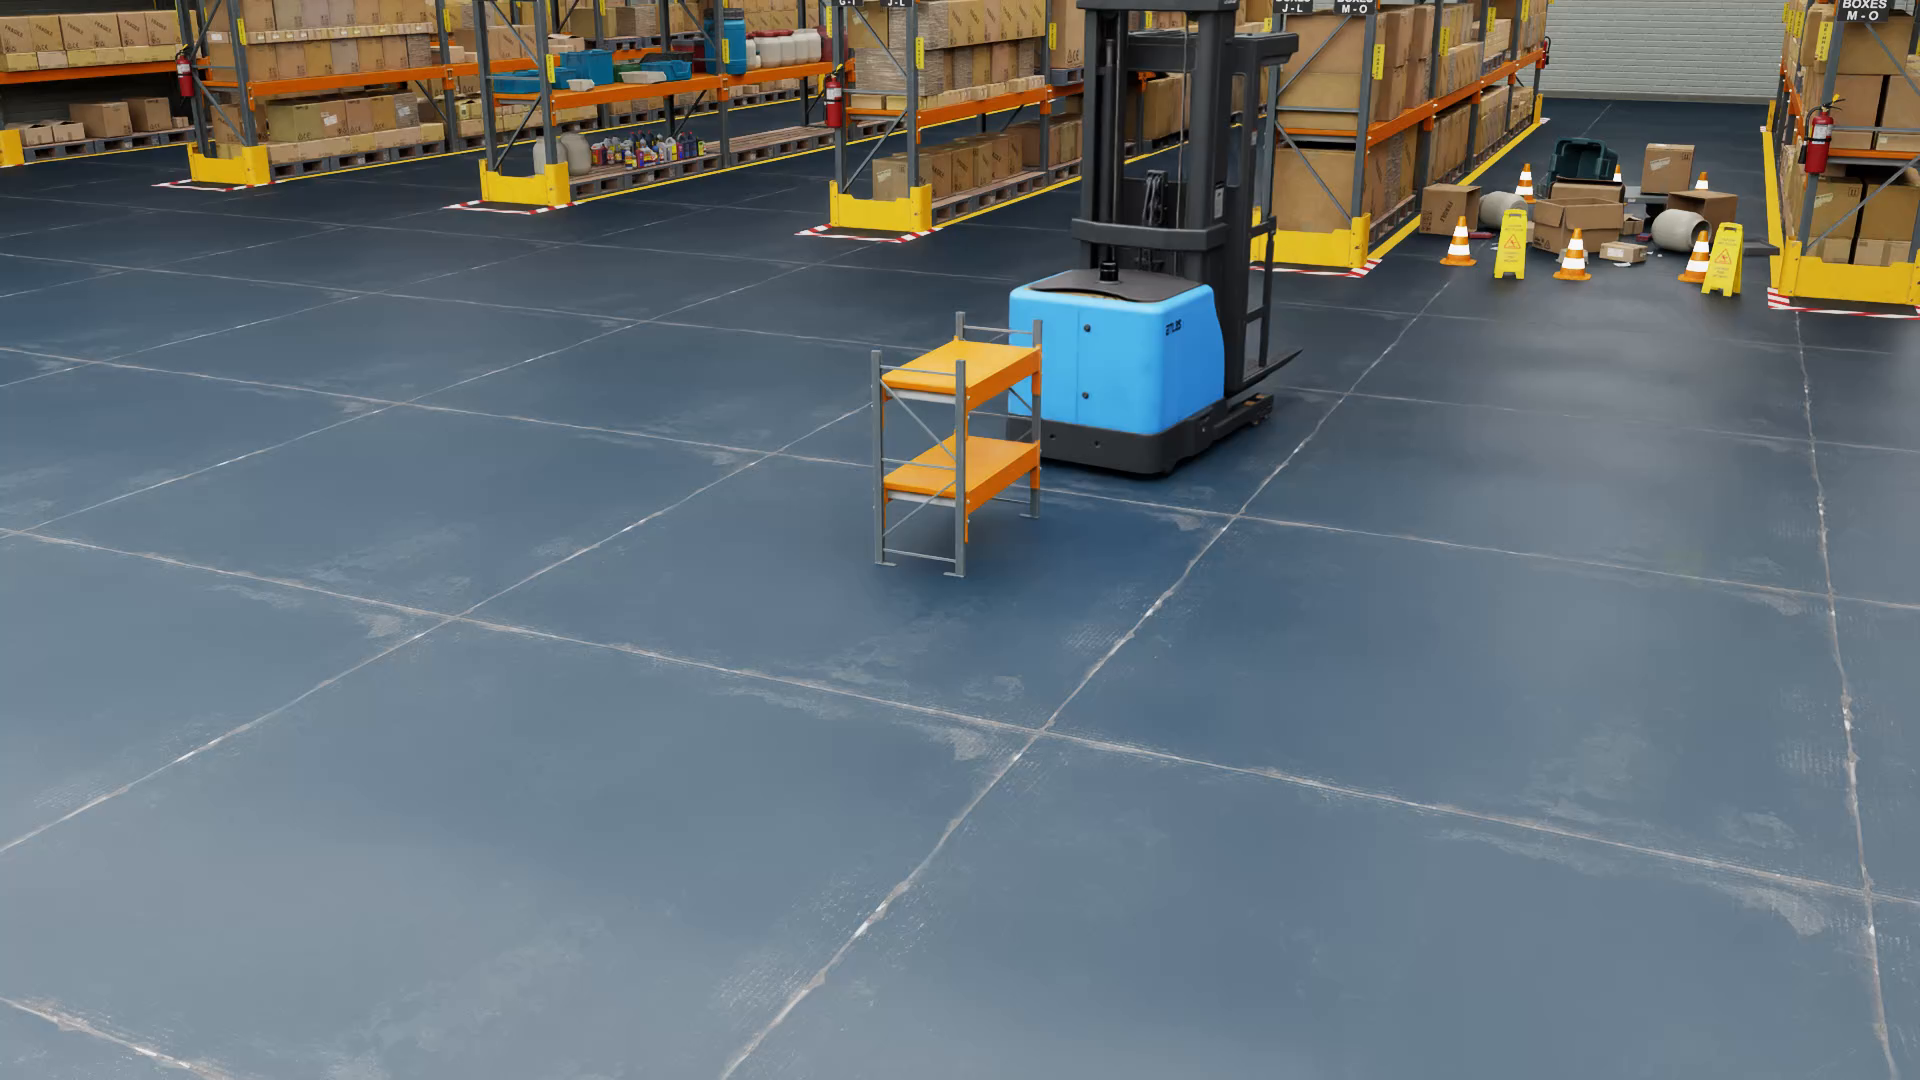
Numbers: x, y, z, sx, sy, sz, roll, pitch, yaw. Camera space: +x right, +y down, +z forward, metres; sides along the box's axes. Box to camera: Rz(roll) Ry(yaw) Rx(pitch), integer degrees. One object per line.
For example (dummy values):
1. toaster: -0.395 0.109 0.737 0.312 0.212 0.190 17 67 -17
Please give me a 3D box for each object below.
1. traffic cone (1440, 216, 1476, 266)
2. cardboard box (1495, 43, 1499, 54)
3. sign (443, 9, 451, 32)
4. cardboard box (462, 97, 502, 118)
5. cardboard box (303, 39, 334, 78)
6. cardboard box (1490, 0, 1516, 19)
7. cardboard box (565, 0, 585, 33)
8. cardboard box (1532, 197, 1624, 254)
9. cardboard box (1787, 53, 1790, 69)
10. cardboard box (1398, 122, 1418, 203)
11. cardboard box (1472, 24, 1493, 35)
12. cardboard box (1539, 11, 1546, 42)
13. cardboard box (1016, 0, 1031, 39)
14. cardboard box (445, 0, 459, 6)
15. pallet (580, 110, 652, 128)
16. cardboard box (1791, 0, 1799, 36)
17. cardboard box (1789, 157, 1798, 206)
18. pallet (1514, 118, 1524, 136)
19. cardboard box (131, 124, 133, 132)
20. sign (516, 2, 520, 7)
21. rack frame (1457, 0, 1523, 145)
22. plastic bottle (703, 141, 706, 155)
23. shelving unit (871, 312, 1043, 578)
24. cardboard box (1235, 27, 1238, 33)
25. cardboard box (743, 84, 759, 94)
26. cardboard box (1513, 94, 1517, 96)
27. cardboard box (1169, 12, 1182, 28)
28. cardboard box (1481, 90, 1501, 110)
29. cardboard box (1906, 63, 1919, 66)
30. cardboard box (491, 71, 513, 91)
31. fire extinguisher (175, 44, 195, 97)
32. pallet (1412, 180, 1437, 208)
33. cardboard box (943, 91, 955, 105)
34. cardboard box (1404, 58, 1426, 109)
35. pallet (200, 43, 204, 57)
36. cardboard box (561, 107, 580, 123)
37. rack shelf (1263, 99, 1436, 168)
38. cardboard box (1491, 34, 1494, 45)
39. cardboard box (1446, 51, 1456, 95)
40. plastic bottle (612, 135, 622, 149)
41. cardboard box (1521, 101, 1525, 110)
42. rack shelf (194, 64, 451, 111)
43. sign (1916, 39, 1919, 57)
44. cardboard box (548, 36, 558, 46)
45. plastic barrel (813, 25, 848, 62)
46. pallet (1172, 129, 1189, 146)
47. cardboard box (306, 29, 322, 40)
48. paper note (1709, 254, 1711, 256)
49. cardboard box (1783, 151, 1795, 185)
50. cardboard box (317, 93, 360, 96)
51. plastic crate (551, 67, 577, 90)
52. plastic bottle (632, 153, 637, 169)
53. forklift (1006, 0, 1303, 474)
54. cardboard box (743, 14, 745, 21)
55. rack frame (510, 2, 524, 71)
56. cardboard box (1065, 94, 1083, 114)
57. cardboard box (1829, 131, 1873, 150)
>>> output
1. traffic cone: 5.059 -3.035 16.812 0.336 0.463 0.334 9 21 23
2. cardboard box: 7.947 -7.463 25.227 0.380 0.149 0.250 10 22 25
3. sign: -7.829 -7.927 25.372 0.100 0.325 0.005 9 21 23
4. cardboard box: -7.730 -6.969 26.727 0.500 0.311 0.500 8 21 22
5. cardboard box: -9.352 -6.835 23.562 0.700 0.500 0.500 9 21 23
6. cardboard box: 8.867 -8.694 26.853 0.500 0.500 0.500 9 22 24
7. cardboard box: -8.751 -11.433 36.192 0.980 0.700 0.700 7 21 20
8. cardboard box: 6.513 -3.323 17.561 0.797 0.503 0.637 -5 20 -15
9. cardboard box: 12.596 -7.114 24.719 0.500 0.250 0.500 8 21 21
10. cardboard box: 4.863 -4.500 19.689 0.875 0.875 0.875 9 21 24
11. cardboard box: 7.618 -7.504 24.452 0.380 0.149 0.250 10 22 25
12. cardboard box: 10.149 -9.169 29.680 0.500 0.500 0.500 9 21 24
13. cardboard box: 0.563 -6.527 20.760 0.500 0.500 0.500 9 21 23
14. cardboard box: -10.174 -10.587 32.519 0.500 0.250 0.500 8 21 22
15. pallet: -6.358 -7.689 30.276 1.003 0.211 1.213 9 21 23
16. cardboard box: 12.575 -7.706 24.519 0.500 0.500 0.500 9 21 23
17. cardboard box: 9.045 -3.784 17.491 0.500 0.500 0.500 9 22 25
18. pallet: 9.201 -7.202 28.904 1.003 0.211 1.213 9 21 23
19. cardboard box: -13.530 -6.614 26.688 0.380 0.149 0.250 7 21 18
20. sign: -9.082 -11.118 34.146 0.100 0.325 0.005 9 21 23
21. rack frame: 8.460 -7.931 26.794 1.000 3.000 0.127 9 21 23
22. plastic bottle: -3.683 -5.612 23.792 0.097 0.201 0.097 0 20 0
23. shelving unit: 0.003 -0.532 8.786 0.538 1.125 1.048 9 21 23
24. cardboard box: 4.616 -8.971 29.498 0.500 0.250 0.500 8 21 22
25. cardboard box: -4.346 -9.240 34.045 0.380 0.166 0.250 9 21 23
26. cardboard box: 9.316 -7.547 28.454 0.380 0.149 0.250 8 21 20
27. cardboard box: 3.190 -8.566 26.931 0.797 0.503 0.637 9 22 24
28. cardboard box: 7.959 -6.723 25.382 0.500 0.250 0.500 8 21 20
29. cardboard box: 9.168 -4.380 16.215 0.500 0.500 0.500 8 21 22
30. cardboard box: -9.728 -9.650 34.208 0.750 0.750 0.750 9 21 23
31. fire extinguisher: -10.446 -6.326 22.395 0.296 0.674 0.183 9 21 23
32. pallet: 5.431 -4.418 21.077 1.003 0.211 1.213 9 21 23
33. cardboard box: -0.284 -5.138 19.314 0.380 0.149 0.250 9 21 23
34. cardboard box: 4.839 -5.271 19.089 0.875 0.550 0.550 9 21 23
35. pallet: -12.411 -8.359 28.284 1.003 0.211 1.213 9 21 23
36. cardboard box: -6.899 -7.330 28.581 0.500 0.250 0.500 8 21 22
37. rack shelf: 4.365 -4.535 18.318 1.077 0.370 4.000 9 21 23
38. cardboard box: 7.729 -7.442 24.723 0.380 0.149 0.250 8 21 22
39. cardboard box: 5.851 -5.811 20.683 0.500 0.500 0.500 9 21 23
40. plastic bottle: -4.779 -5.458 23.137 0.144 0.351 0.185 8 21 22
41. cardboard box: 9.609 -7.553 28.915 0.380 0.149 0.250 10 22 25
42. rack shelf: -9.155 -6.607 24.144 1.077 0.370 4.000 9 21 23
43. sign: 10.239 -5.173 17.746 0.100 0.325 0.005 9 21 23
44. cardboard box: -7.241 -8.491 28.502 0.500 0.311 0.500 8 21 22
45. plastic barrel: -2.094 -7.980 26.728 0.600 0.536 0.708 9 21 23
46. pallet: 3.231 -6.708 27.517 1.003 0.211 1.213 9 21 23
47. cardboard box: -9.195 -7.094 23.321 0.380 0.149 0.250 8 21 21
48. paper note: 7.850 -2.955 17.233 0.142 0.019 0.148 1 20 4
49. cardboard box: 10.844 -4.622 20.783 0.950 0.372 0.625 8 21 22
50. cardboard box: -9.221 -6.409 24.870 0.500 0.500 0.500 9 21 23
51. plastic crate: -5.253 -5.976 21.517 0.499 0.251 0.408 9 21 23
52. plastic bottle: -4.387 -5.086 22.313 0.097 0.201 0.097 0 20 0
53. forklift: 1.474 -2.217 10.828 1.130 2.935 3.031 11 23 29
54. cardboard box: -4.603 -10.169 32.936 0.500 0.500 0.500 9 22 24
55. rack frame: -9.581 -10.682 34.528 1.000 3.000 0.127 9 21 23
56. cardboard box: 1.883 -6.430 24.528 0.500 0.250 0.500 11 22 29
57. cardboard box: 8.061 -3.640 15.102 0.380 0.149 0.250 9 22 25
